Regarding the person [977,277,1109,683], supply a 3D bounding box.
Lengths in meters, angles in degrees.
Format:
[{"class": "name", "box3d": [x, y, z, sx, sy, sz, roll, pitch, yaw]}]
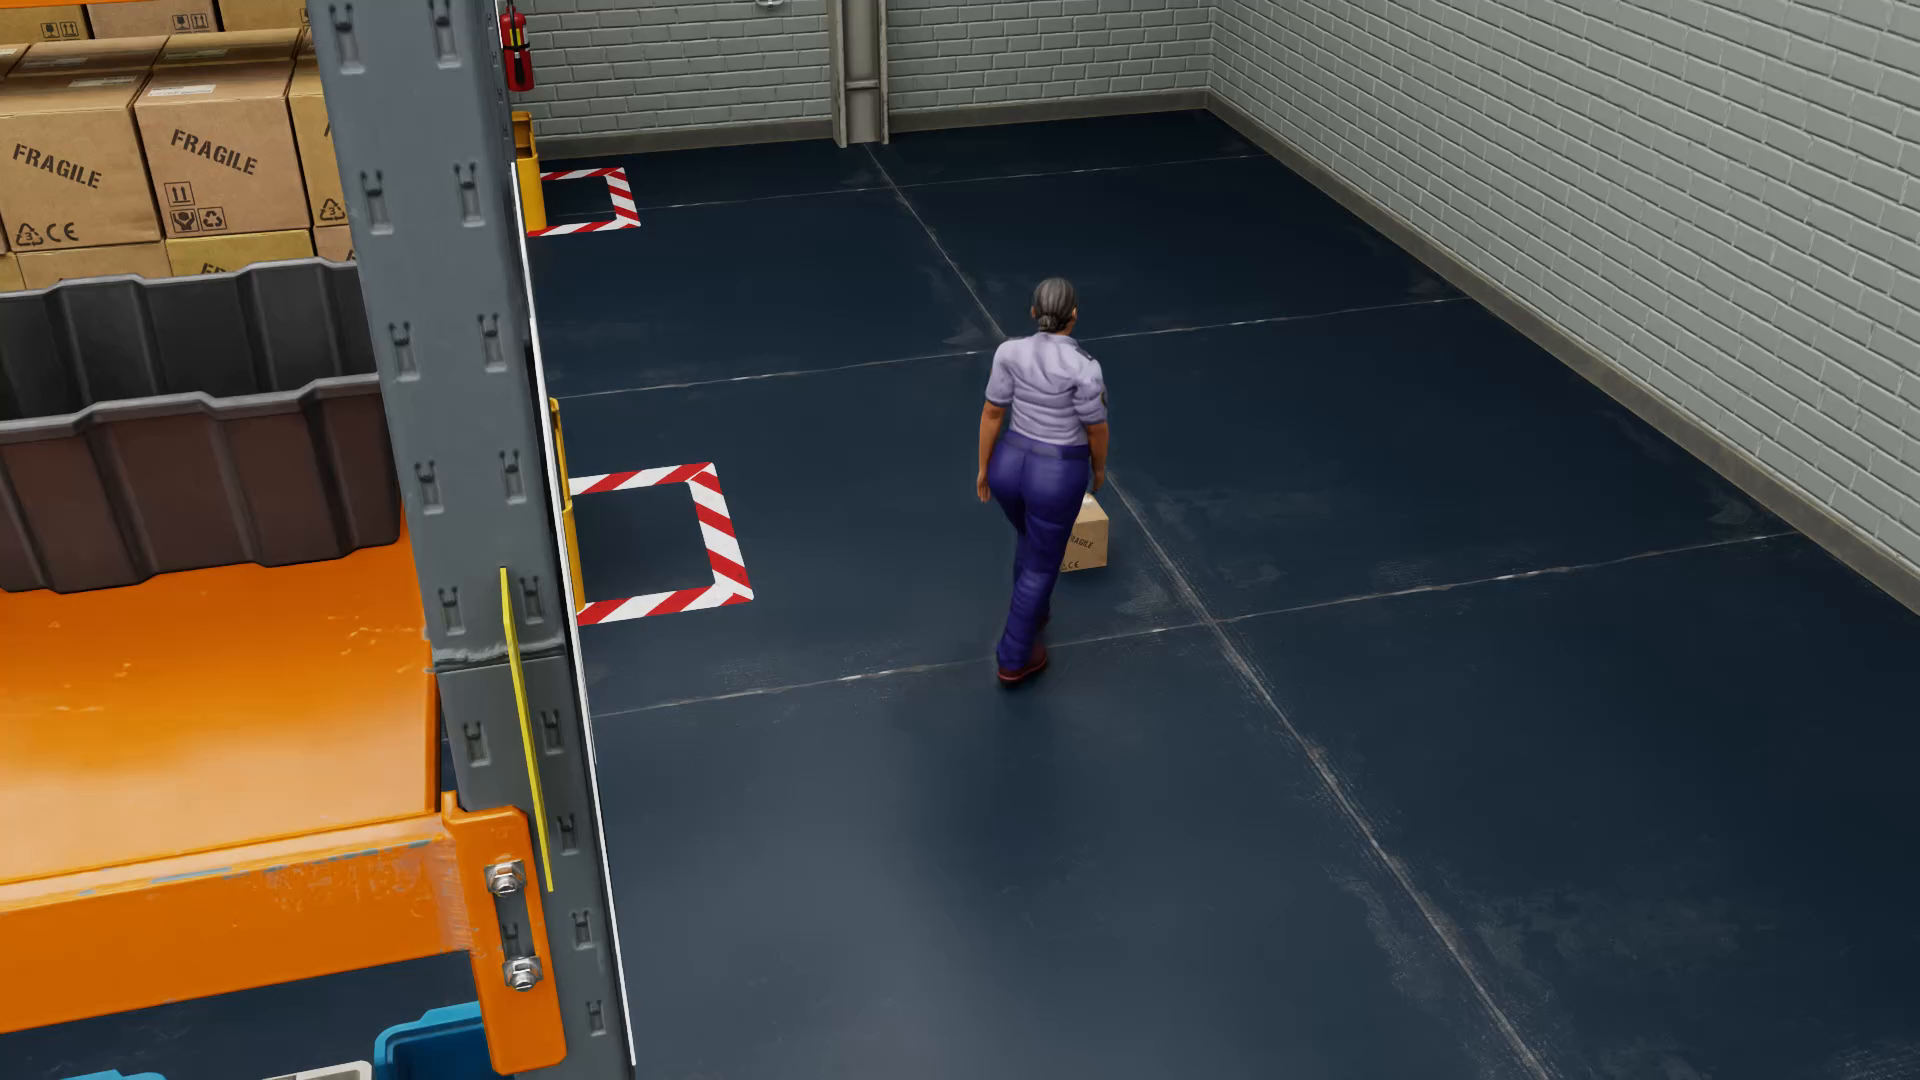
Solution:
[{"class": "person", "box3d": [0.318, -0.216, 6.568, 0.487, 1.695, 0.635, 20, 36, 31]}]
